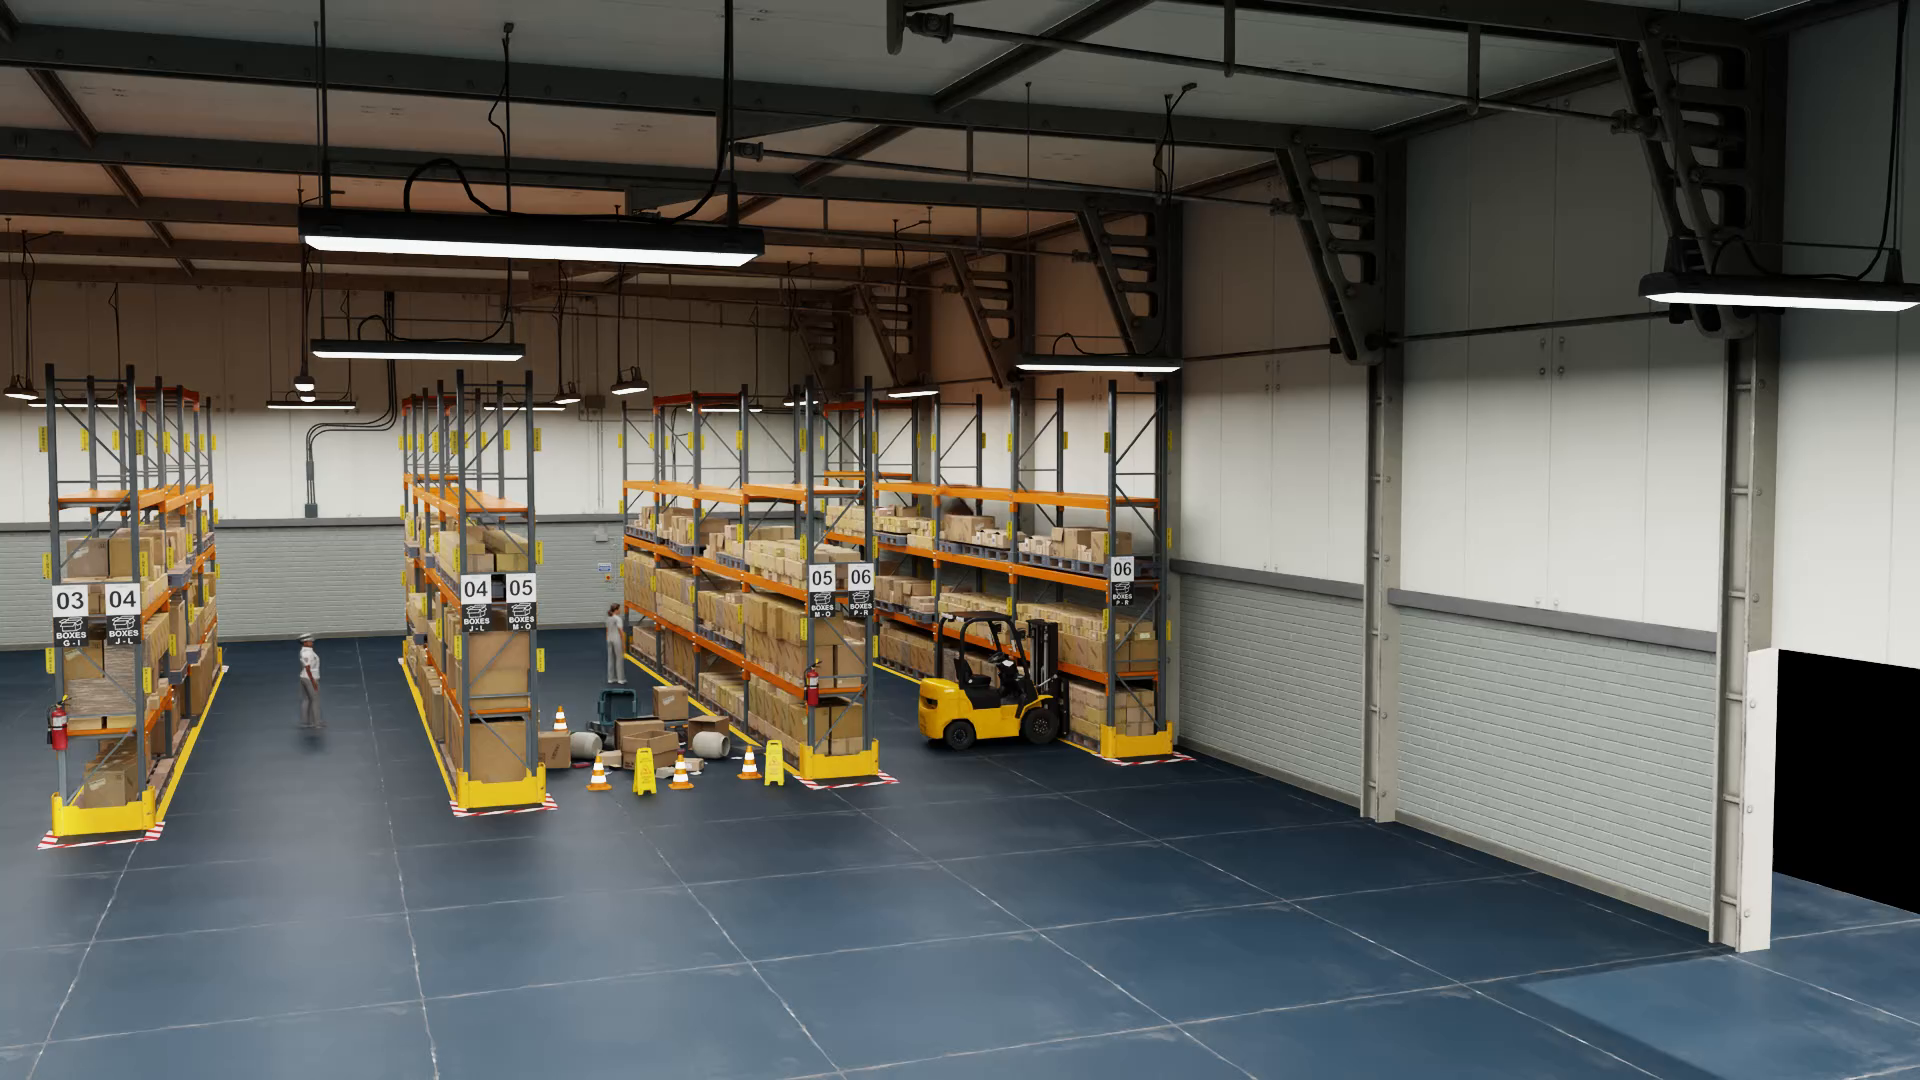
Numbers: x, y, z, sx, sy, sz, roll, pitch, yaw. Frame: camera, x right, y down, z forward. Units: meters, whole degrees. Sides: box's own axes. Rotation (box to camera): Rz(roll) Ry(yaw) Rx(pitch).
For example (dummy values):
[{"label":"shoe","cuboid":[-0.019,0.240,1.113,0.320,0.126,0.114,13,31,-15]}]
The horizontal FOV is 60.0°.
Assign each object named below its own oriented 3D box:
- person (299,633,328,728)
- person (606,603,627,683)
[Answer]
[{"label":"person","cuboid":[-11.316,2.461,29.093,0.435,1.671,0.546,-2,4,-37]},{"label":"person","cuboid":[-7.128,2.138,34.551,0.491,1.676,0.398,2,4,34]}]
